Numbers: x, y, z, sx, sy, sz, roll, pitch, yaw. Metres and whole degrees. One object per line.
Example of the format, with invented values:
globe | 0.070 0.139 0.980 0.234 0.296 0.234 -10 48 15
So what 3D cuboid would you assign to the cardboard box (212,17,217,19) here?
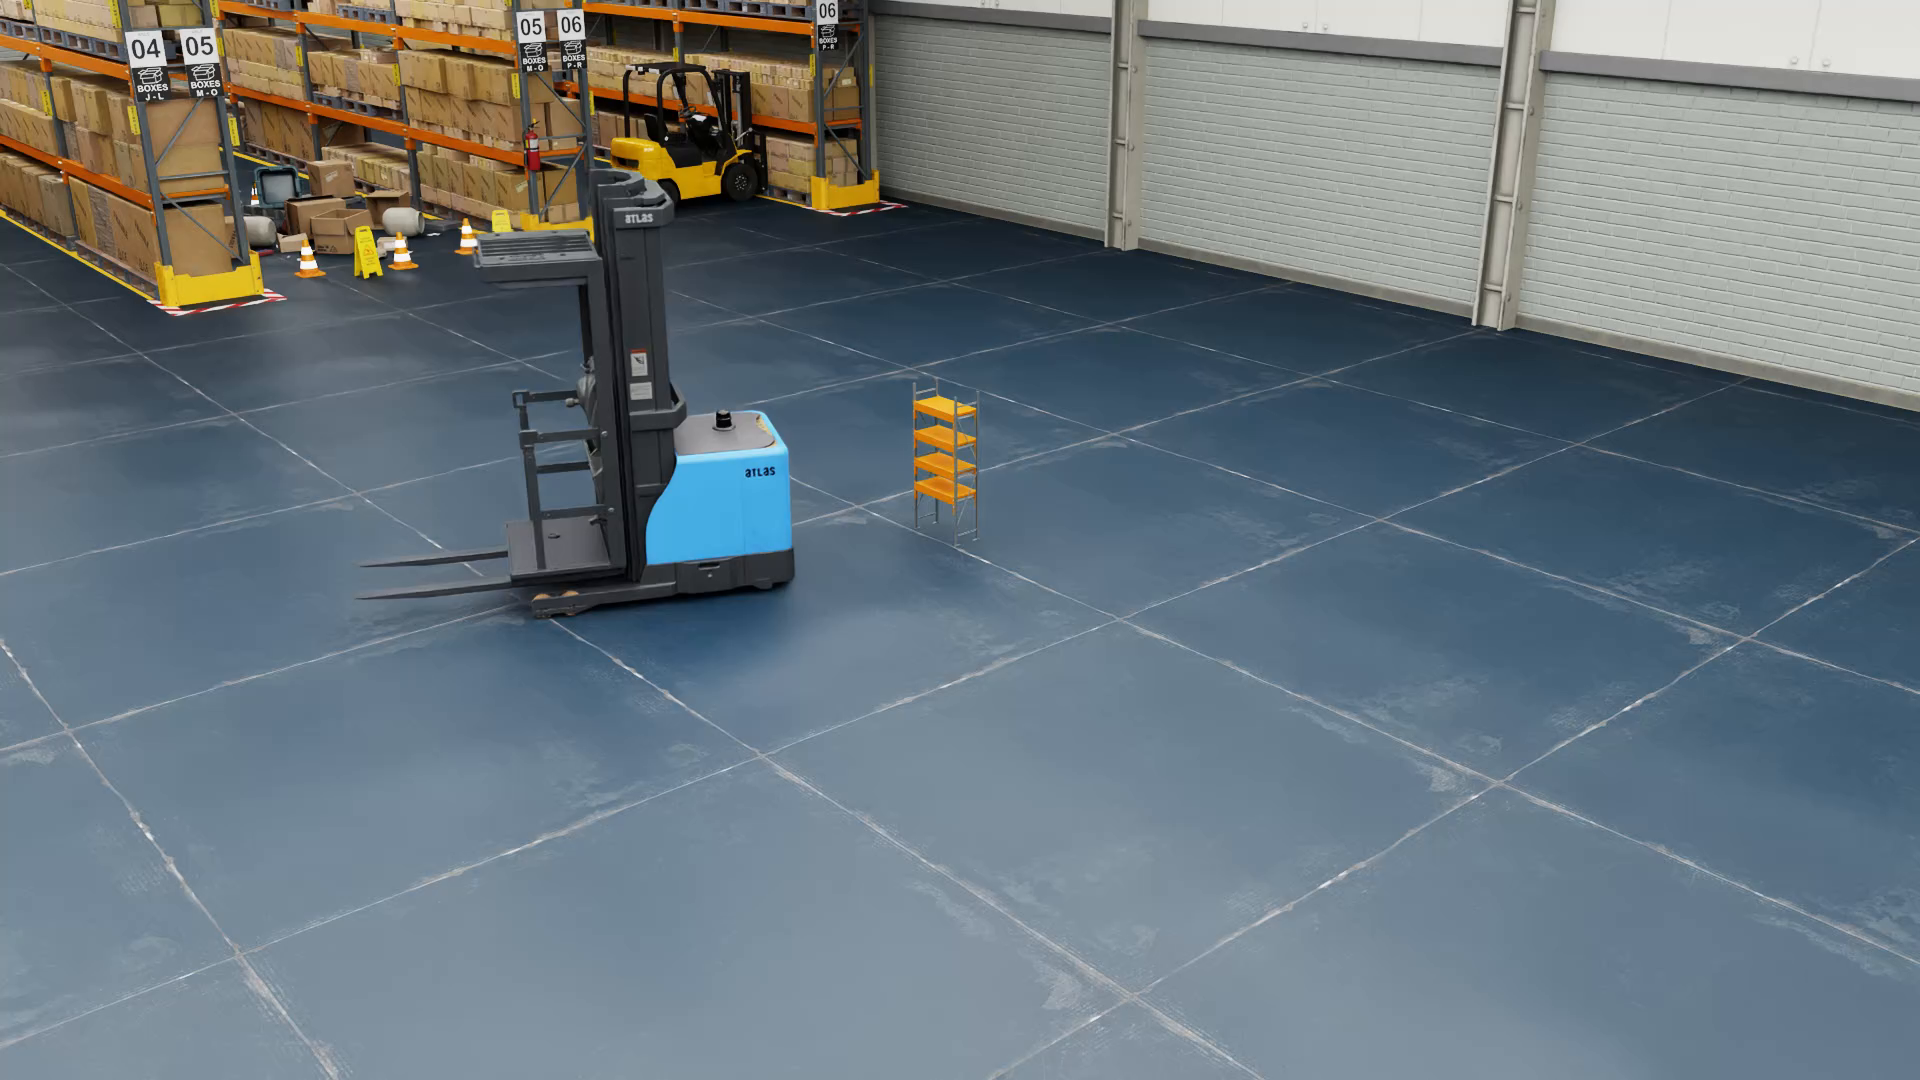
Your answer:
cardboard box | -14.130 -9.926 31.817 0.380 0.149 0.250 -17 27 -37

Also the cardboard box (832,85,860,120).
cardboard box | -1.964 -7.050 26.733 0.500 0.500 0.500 -16 27 -36

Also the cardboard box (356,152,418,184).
cardboard box | -9.492 -6.229 27.801 0.950 0.372 0.625 -16 27 -36

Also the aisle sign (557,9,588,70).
aisle sign | -5.334 -6.885 22.884 0.394 0.787 0.004 -17 27 -37

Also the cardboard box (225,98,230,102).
cardboard box | -15.547 -8.882 34.486 0.875 0.438 0.875 -19 28 -39

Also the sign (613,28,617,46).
sign | -6.655 -9.683 32.005 0.100 0.325 0.005 -17 27 -37

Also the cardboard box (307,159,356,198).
cardboard box | -9.549 -5.479 25.250 0.500 0.500 0.500 -17 27 -37

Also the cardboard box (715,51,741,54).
cardboard box | -4.025 -8.376 28.823 0.380 0.149 0.250 -17 27 -37

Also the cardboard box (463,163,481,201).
cardboard box | -6.997 -5.326 24.635 0.500 0.500 0.500 -18 28 -39

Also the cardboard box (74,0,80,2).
cardboard box | -10.600 -6.668 20.321 0.380 0.149 0.250 -18 28 -38

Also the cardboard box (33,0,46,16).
cardboard box | -11.797 -7.022 21.772 0.500 0.250 0.500 -17 27 -37

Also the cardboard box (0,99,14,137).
cardboard box | -14.093 -6.340 24.921 0.500 0.500 0.500 -18 28 -38

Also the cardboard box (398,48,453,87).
cardboard box | -8.097 -7.200 25.338 0.700 0.500 0.500 -18 28 -38

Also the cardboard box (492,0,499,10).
cardboard box | -6.193 -7.372 22.832 0.380 0.149 0.250 -17 27 -37

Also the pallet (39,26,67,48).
pallet | -11.378 -6.643 21.841 1.003 0.211 1.213 -17 27 -37

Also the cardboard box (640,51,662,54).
cardboard box | -5.691 -8.898 30.562 0.380 0.149 0.250 -16 27 -36

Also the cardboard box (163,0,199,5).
cardboard box | -9.270 -6.472 19.821 0.380 0.149 0.250 -17 27 -37

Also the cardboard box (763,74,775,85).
cardboard box | -2.966 -7.462 26.895 0.380 0.149 0.250 -19 28 -39

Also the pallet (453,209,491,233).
pallet | -6.955 -4.910 25.231 1.003 0.211 1.213 -17 27 -37

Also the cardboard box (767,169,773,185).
cardboard box | -3.035 -6.050 27.513 0.500 0.250 0.500 -17 27 -37

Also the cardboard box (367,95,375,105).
cardboard box | -9.289 -7.087 26.734 0.380 0.149 0.250 -17 27 -37

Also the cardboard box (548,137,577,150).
cardboard box | -5.674 -5.644 23.625 0.380 0.149 0.250 -17 27 -37

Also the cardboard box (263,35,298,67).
cardboard box | -12.027 -8.699 29.573 0.500 0.500 0.500 -17 27 -37

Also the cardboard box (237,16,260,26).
cardboard box | -13.631 -9.963 31.911 0.380 0.149 0.250 -17 27 -37

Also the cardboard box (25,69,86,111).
cardboard box | -12.900 -6.446 23.820 0.700 0.500 0.500 -17 27 -37

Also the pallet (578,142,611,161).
pallet | -6.566 -7.475 31.781 1.003 0.211 1.213 -17 27 -37

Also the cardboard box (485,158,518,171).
cardboard box | -6.620 -5.429 24.008 0.380 0.149 0.250 -16 27 -36

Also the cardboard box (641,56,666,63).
cardboard box | -5.428 -8.484 29.505 0.380 0.149 0.250 -19 28 -39

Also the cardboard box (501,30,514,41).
cardboard box | -6.054 -6.929 22.794 0.380 0.149 0.250 -17 27 -37

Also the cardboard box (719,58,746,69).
cardboard box | -3.787 -7.954 27.744 0.380 0.149 0.250 -18 28 -38

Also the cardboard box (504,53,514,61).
cardboard box | -8.688 -9.811 33.207 0.700 0.500 0.500 -18 27 -38

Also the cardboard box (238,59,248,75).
cardboard box | -13.007 -8.770 30.782 0.500 0.250 0.500 -17 27 -37

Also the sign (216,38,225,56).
sign | -13.862 -9.240 31.168 0.100 0.325 0.005 -17 27 -37

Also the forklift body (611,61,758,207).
forklift body | -4.471 -6.495 26.617 2.313 2.155 1.214 -17 27 -37

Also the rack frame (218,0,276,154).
rack frame | -13.442 -8.933 31.679 1.000 3.000 0.127 -17 27 -37

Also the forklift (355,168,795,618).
forklift | -2.777 -1.033 11.603 3.031 2.935 1.130 -6 22 -15

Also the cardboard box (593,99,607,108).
cardboard box | -7.178 -8.563 32.695 0.380 0.149 0.250 -16 26 -35

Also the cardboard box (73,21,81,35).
cardboard box | -10.762 -6.366 20.643 0.380 0.149 0.250 -17 27 -37

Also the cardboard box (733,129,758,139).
cardboard box | -3.725 -6.800 28.055 0.500 0.250 0.500 -16 27 -36

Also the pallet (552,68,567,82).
pallet | -7.569 -9.092 32.347 1.213 0.211 1.003 -17 27 -37

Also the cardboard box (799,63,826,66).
cardboard box | -2.387 -7.653 26.976 0.380 0.149 0.250 -17 27 -37

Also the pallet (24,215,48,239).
pallet | -13.266 -4.751 24.824 1.003 0.211 1.213 -17 27 -37

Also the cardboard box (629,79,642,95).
cardboard box | -5.623 -8.195 29.999 0.500 0.250 0.500 -17 27 -37

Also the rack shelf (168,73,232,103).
rack shelf | -14.748 -9.151 33.221 1.077 0.370 4.000 -17 27 -37

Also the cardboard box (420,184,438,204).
cardboard box | -8.040 -5.411 25.880 0.500 0.250 0.500 -19 28 -40

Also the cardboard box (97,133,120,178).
cardboard box | -10.593 -5.041 21.536 0.875 0.550 0.500 -17 27 -37

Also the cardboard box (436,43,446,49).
cardboard box | -10.855 -10.543 35.586 0.500 0.250 0.500 -18 27 -38

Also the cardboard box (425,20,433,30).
cardboard box | -7.695 -7.652 24.638 0.380 0.149 0.250 -16 27 -36

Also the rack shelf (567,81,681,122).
rack shelf | -5.768 -8.123 30.597 1.077 0.370 4.000 -17 27 -37

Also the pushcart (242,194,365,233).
pushcart | -9.915 -4.945 25.093 0.936 0.377 1.648 12 24 27

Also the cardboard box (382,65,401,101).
cardboard box | -8.696 -7.176 26.073 0.500 0.500 0.500 -18 28 -38

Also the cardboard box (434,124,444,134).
cardboard box | -7.722 -6.242 25.153 0.380 0.149 0.250 -16 27 -36

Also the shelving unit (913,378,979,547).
shelving unit | -0.108 -0.604 12.882 0.258 1.200 0.503 -17 27 -37

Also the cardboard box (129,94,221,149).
cardboard box | -9.506 -5.096 20.195 0.875 0.550 0.550 -17 27 -37

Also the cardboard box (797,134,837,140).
cardboard box | -2.351 -6.496 27.280 0.500 0.250 0.500 -17 27 -37
